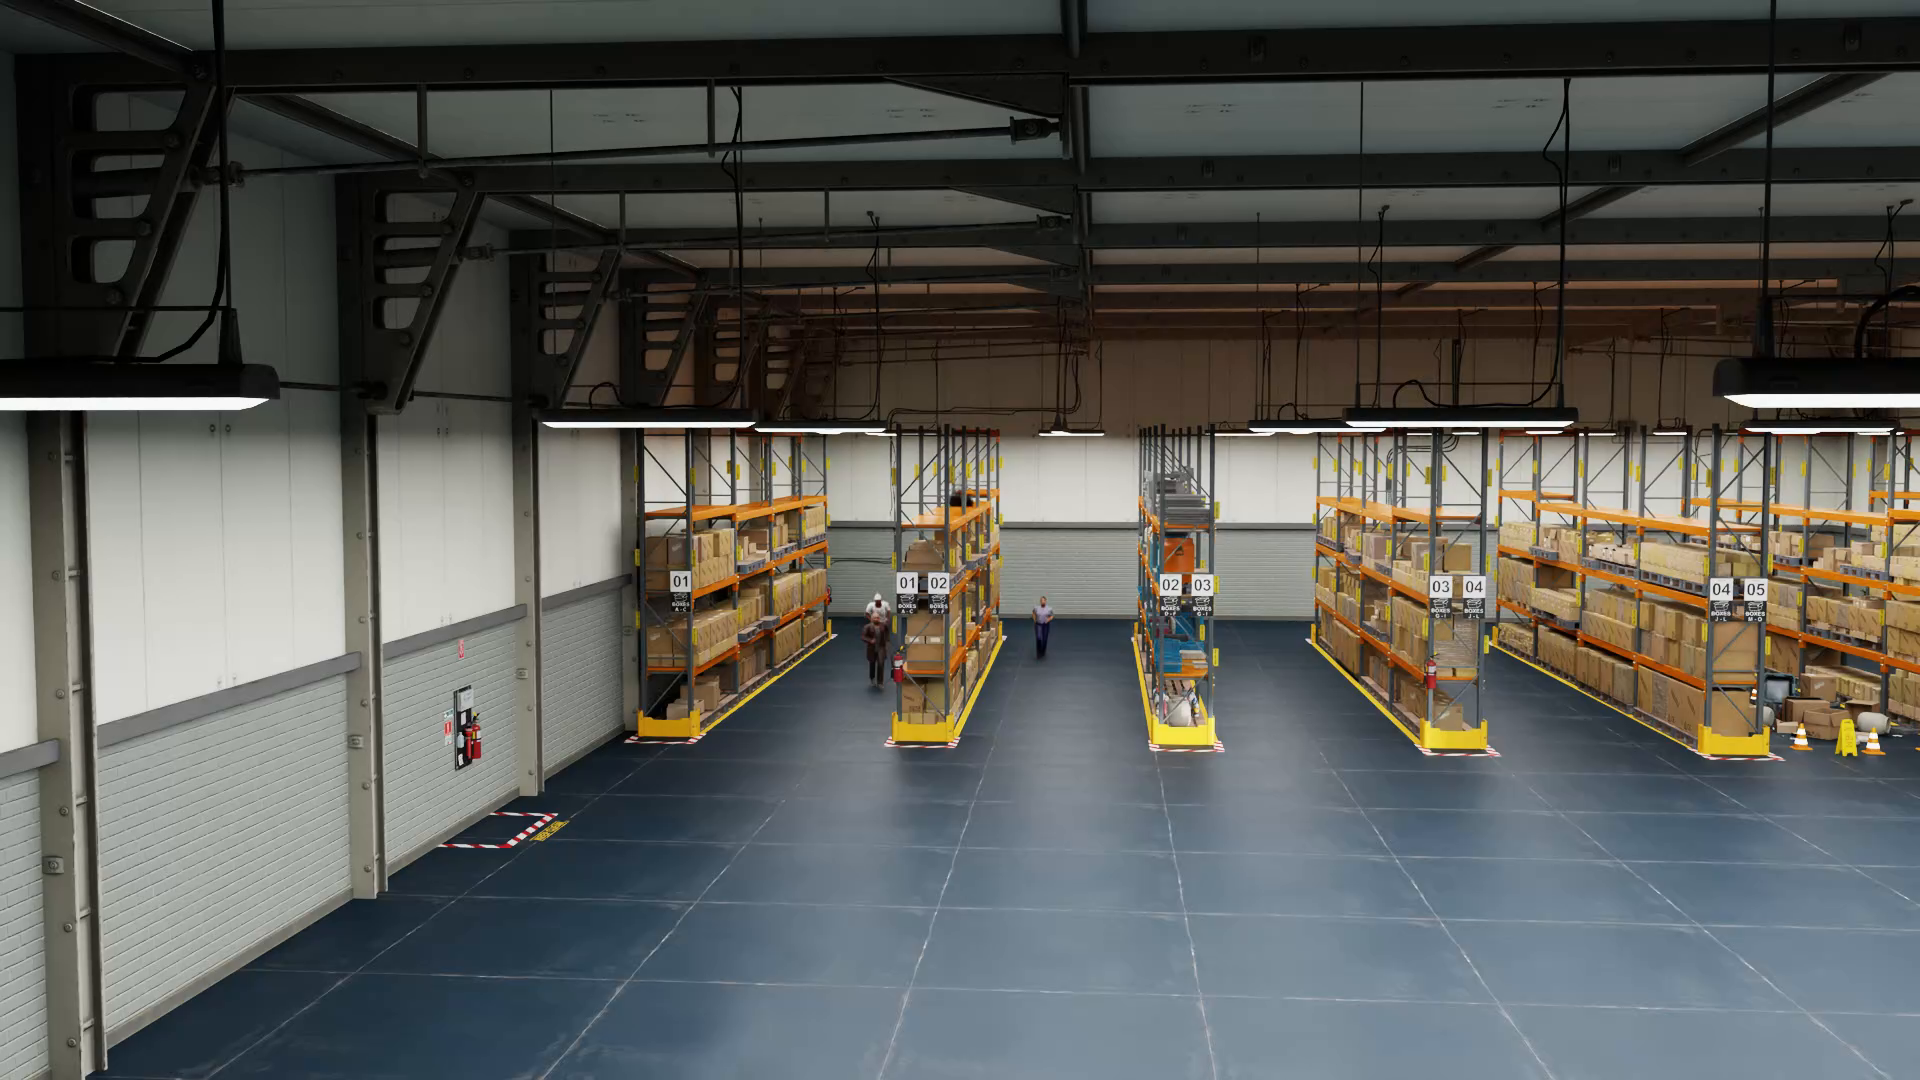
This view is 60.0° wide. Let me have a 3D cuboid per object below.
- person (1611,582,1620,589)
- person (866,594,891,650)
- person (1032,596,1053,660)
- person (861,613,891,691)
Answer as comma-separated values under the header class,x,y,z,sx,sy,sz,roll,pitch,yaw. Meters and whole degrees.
class,x,y,z,sx,sy,sz,roll,pitch,yaw
person,18.564,2.005,47.149,0.849,1.710,0.560,0,3,-3
person,-2.184,2.213,44.492,0.711,1.617,0.925,-1,4,-21
person,2.158,2.293,43.273,0.507,1.666,0.788,0,3,-6
person,-1.927,2.531,38.122,0.701,1.738,1.006,0,3,-7
